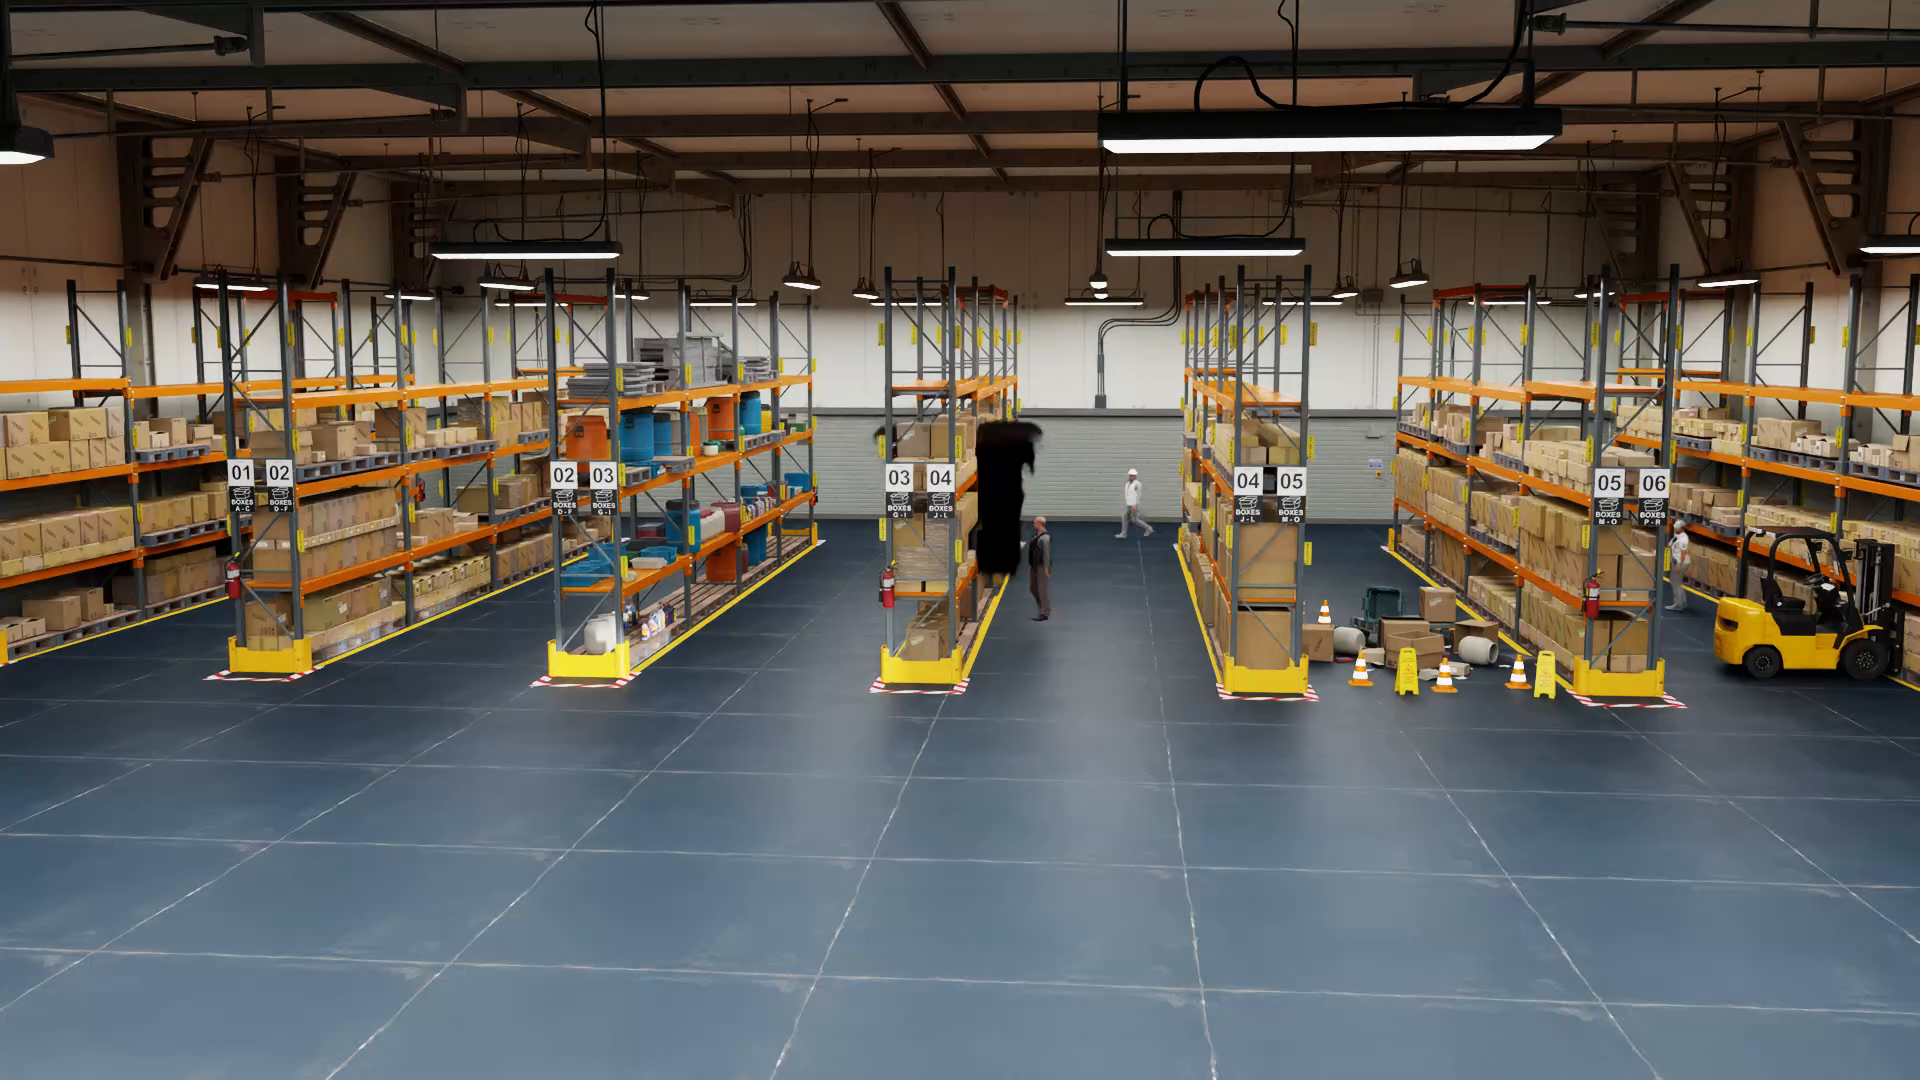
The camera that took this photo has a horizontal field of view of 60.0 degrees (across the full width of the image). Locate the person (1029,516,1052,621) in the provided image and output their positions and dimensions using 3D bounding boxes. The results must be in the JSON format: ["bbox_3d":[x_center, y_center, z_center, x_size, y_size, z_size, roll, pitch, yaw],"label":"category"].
[{"bbox_3d":[1.349,0.502,27.776,0.398,1.802,0.541,-2,7,-15],"label":"person"}]

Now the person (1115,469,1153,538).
[{"bbox_3d":[4.335,-0.904,41.431,0.941,1.746,0.545,0,7,-3],"label":"person"}]

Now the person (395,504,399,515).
[{"bbox_3d":[-12.572,-0.273,36.634,0.446,1.646,0.708,0,7,2],"label":"person"}]

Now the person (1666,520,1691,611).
[{"bbox_3d":[13.250,0.485,30.673,0.401,1.707,0.508,5,9,36],"label":"person"}]
